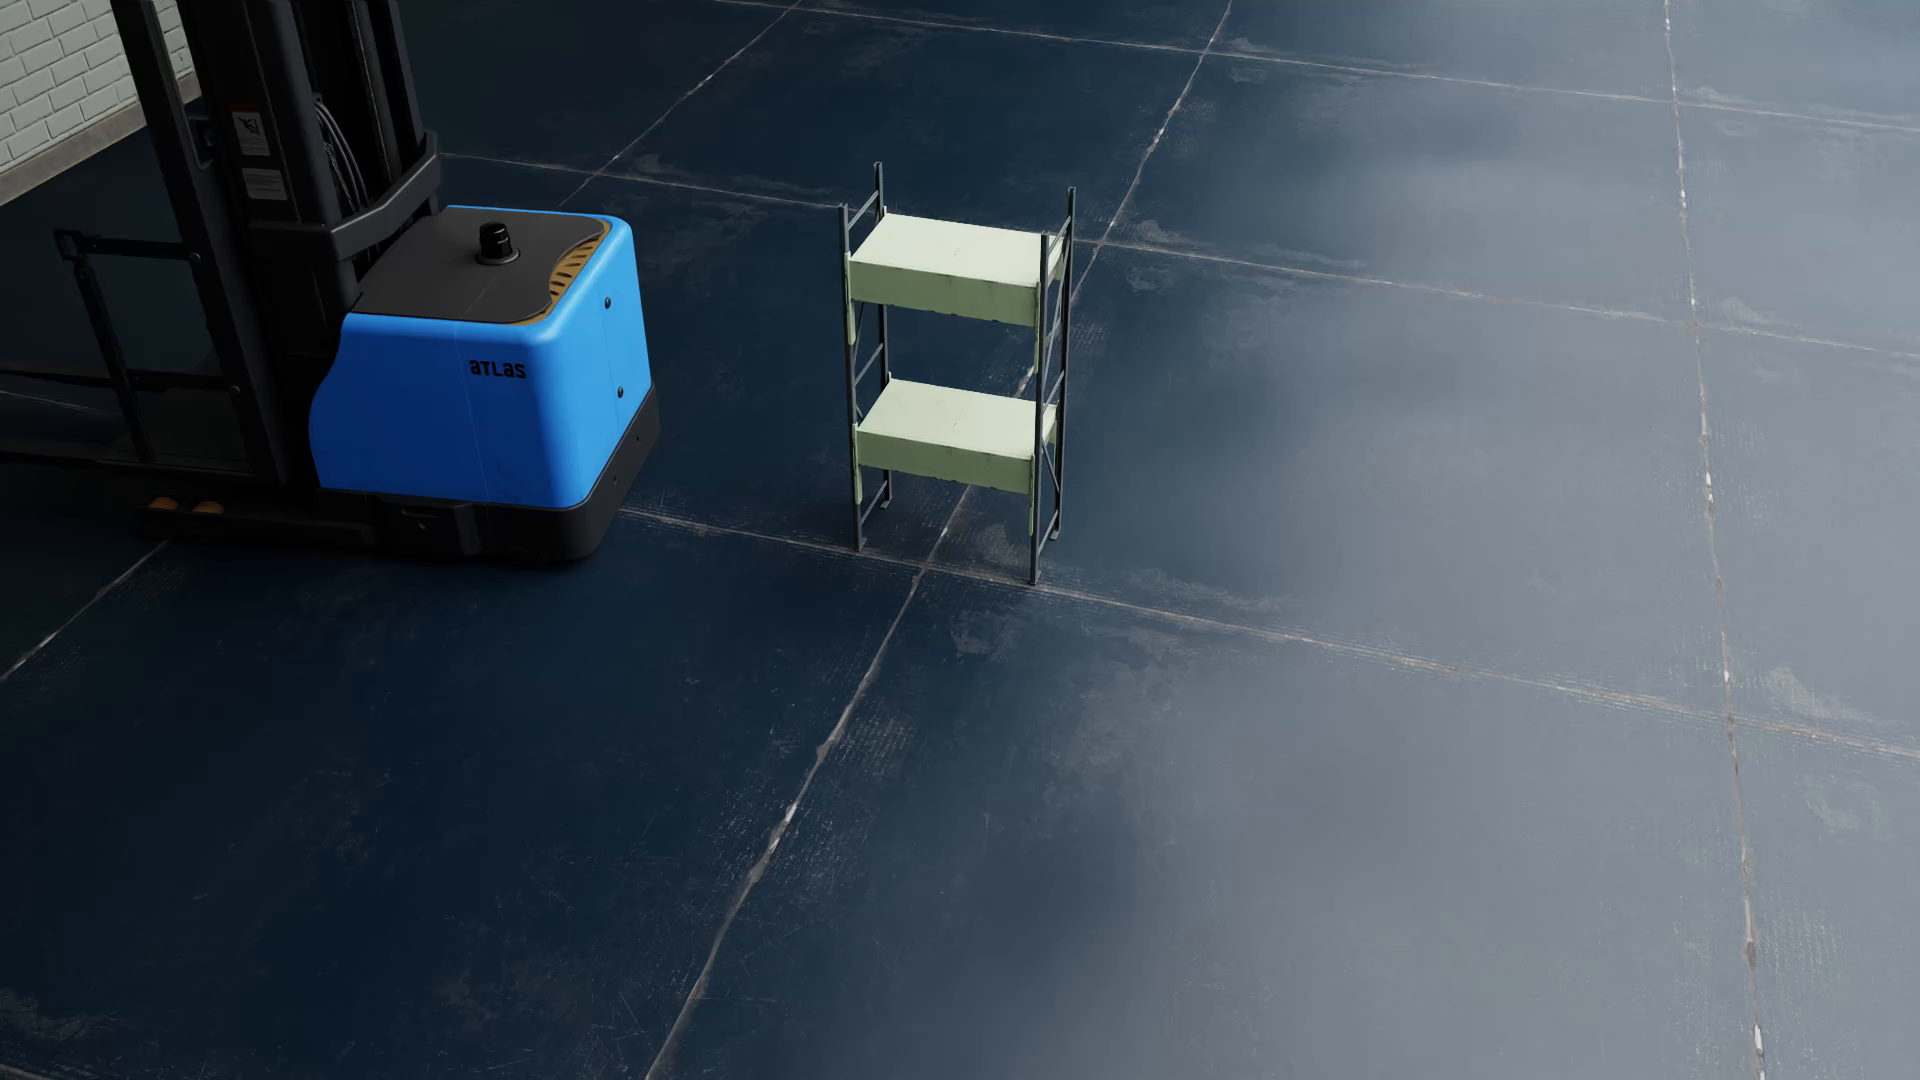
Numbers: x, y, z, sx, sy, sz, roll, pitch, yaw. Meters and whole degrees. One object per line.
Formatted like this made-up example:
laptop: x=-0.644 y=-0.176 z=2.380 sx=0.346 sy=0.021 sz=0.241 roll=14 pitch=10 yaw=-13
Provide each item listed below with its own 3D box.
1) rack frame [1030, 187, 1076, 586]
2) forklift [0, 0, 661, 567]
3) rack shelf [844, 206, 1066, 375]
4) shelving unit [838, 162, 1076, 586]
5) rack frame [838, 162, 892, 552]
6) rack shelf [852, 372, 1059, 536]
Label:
rack frame: x=0.343 y=-0.541 z=6.219 sx=0.023 sy=1.500 sz=0.400 roll=10 pitch=38 yaw=14
forklift: x=-2.871 y=-1.475 z=6.281 sx=3.031 sy=2.935 sz=1.130 roll=5 pitch=37 yaw=7
rack shelf: x=-0.006 y=-0.919 z=6.076 sx=0.720 sy=0.370 sz=0.431 roll=10 pitch=38 yaw=14
shelving unit: x=-0.006 y=-0.605 z=6.307 sx=0.755 sy=1.500 sz=0.431 roll=10 pitch=38 yaw=14
rack frame: x=-0.356 y=-0.670 z=6.395 sx=0.023 sy=1.500 sz=0.400 roll=10 pitch=38 yaw=14
rack shelf: x=-0.006 y=-0.343 z=6.500 sx=0.720 sy=0.370 sz=0.431 roll=10 pitch=38 yaw=14
